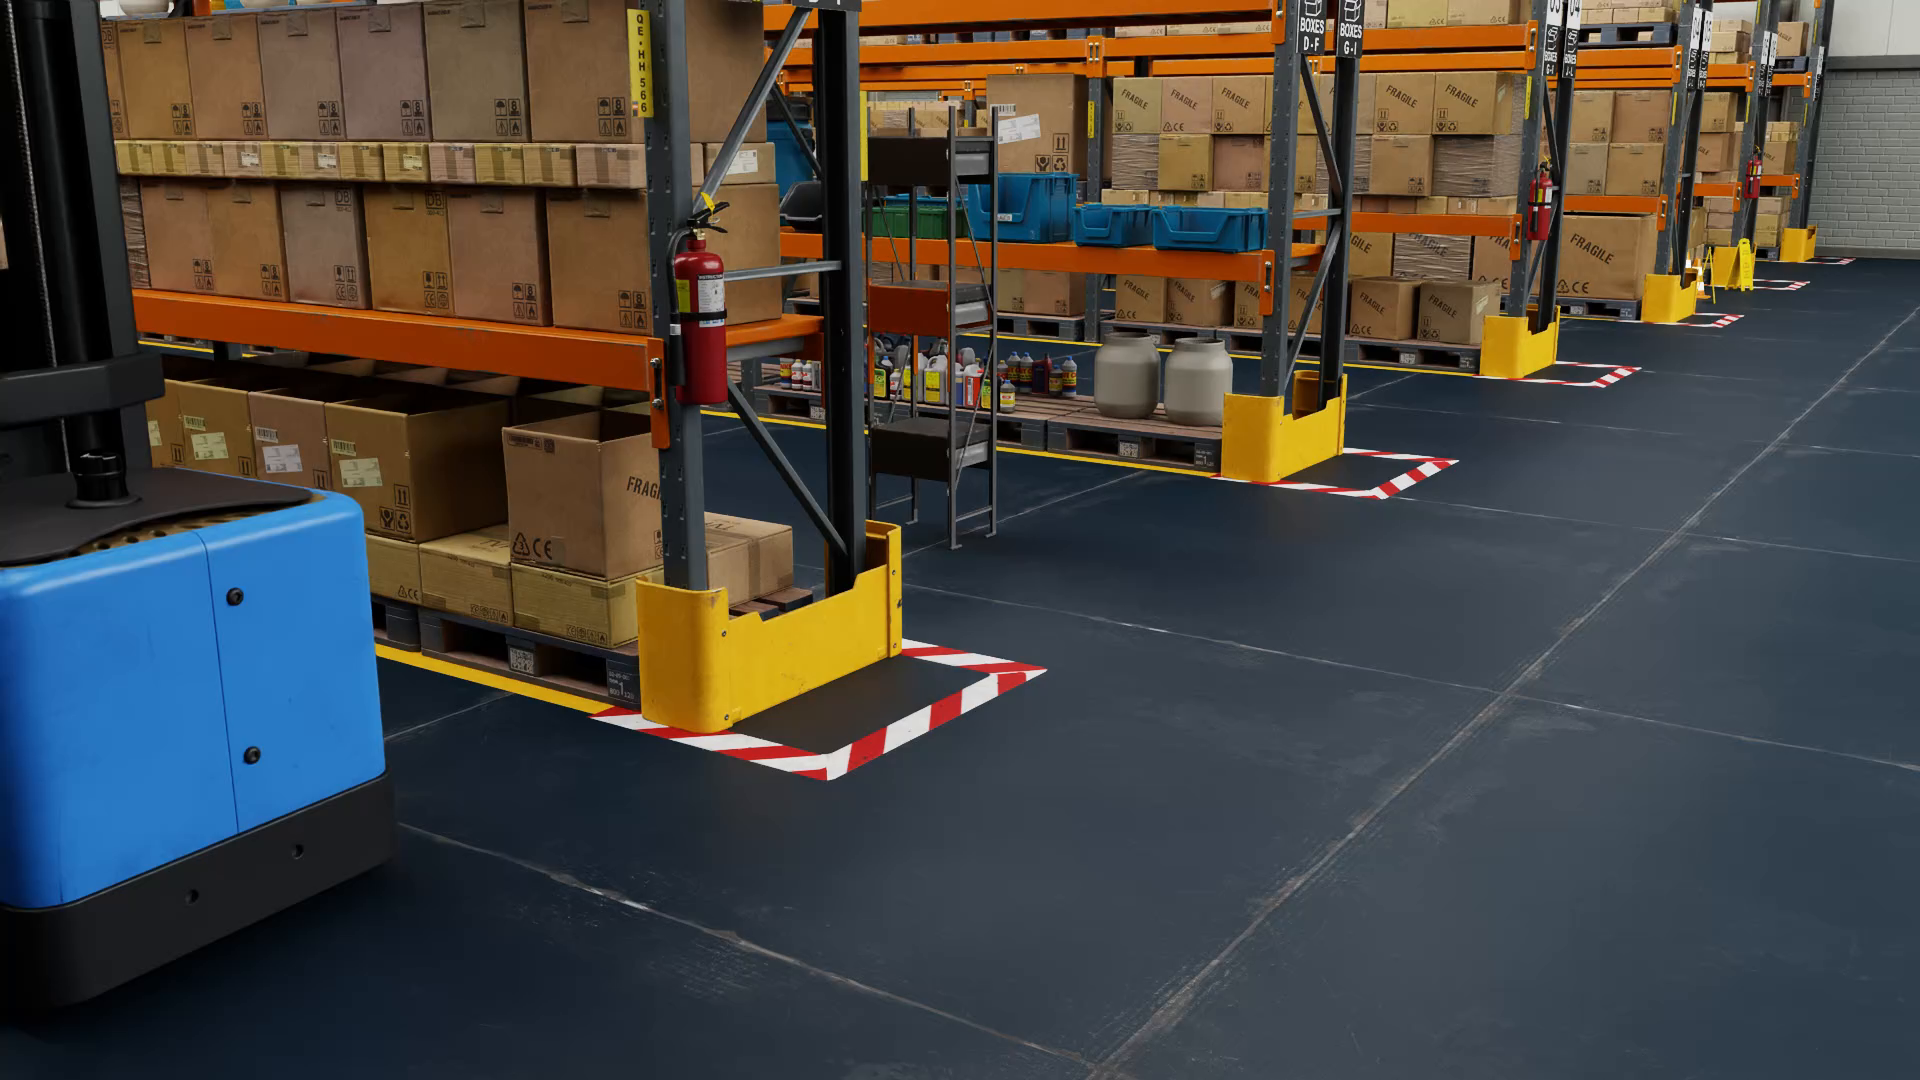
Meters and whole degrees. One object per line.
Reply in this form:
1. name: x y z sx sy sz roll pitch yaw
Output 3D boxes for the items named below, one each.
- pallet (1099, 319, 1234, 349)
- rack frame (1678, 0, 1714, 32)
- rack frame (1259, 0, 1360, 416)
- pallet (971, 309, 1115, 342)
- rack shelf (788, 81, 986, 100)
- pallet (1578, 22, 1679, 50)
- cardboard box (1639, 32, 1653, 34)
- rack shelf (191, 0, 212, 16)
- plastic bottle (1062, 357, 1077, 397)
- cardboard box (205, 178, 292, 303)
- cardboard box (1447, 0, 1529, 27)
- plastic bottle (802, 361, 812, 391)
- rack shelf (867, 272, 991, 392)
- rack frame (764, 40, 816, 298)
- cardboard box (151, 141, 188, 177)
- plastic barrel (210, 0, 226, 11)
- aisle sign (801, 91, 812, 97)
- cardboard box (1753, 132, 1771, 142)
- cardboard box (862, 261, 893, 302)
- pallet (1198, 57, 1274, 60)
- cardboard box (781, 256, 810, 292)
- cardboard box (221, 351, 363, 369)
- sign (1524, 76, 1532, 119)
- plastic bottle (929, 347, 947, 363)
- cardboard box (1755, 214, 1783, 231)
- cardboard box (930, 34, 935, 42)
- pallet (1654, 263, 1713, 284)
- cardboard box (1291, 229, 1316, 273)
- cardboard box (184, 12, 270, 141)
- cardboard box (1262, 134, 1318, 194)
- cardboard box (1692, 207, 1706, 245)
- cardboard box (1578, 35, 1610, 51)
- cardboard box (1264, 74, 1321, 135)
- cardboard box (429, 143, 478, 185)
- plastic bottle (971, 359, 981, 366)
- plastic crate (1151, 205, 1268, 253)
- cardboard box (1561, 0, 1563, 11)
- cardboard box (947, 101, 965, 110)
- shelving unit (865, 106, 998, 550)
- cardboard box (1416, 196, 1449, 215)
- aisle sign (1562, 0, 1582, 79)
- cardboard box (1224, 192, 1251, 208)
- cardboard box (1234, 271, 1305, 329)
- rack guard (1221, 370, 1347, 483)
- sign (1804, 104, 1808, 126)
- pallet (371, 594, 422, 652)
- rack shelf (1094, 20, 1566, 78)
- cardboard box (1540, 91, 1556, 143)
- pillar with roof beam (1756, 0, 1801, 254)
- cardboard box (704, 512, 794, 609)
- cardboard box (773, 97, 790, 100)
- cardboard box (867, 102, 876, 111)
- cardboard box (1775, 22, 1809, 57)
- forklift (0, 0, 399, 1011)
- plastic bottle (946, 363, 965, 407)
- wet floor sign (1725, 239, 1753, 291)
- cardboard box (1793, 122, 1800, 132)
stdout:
1. pallet: 2.098 -2.007 15.993 1.213 0.211 1.003 9 17 33
2. rack frame: 7.692 -6.795 17.046 0.127 3.000 1.000 9 17 33
3. rack frame: 2.076 -1.920 9.837 0.127 3.000 1.000 9 17 33
4. pallet: 0.874 -2.195 16.749 1.213 0.211 1.003 9 17 33
5. rack shelf: -1.246 -7.868 29.119 4.000 0.370 1.077 9 17 33
6. pallet: 7.071 -5.393 17.810 1.213 0.211 1.003 9 17 33
7. cardboard box: 9.130 -6.742 21.939 0.250 0.149 0.380 9 17 33
8. rack shelf: -2.351 -2.308 6.659 4.000 0.370 1.077 9 17 33
9. plastic bottle: 0.745 -1.114 11.345 0.097 0.271 0.097 0 14 0
10. cardboard box: -2.784 -1.322 7.213 0.500 0.500 0.700 9 17 34
11. cardboard box: 4.298 -4.305 13.540 0.500 0.250 0.500 10 17 34
12. plastic bottle: -1.055 -1.154 11.651 0.097 0.201 0.097 0 14 0
13. rack shelf: -0.137 -1.028 8.164 0.480 0.518 0.431 9 17 33
14. rack frame: -1.798 -3.980 18.160 0.127 3.000 1.000 9 17 33
15. cardboard box: -3.254 -1.655 7.209 0.250 0.149 0.380 9 17 32
16. plastic barrel: -7.011 -5.199 15.573 0.600 0.588 0.600 0 14 0
17. aisle sign: -2.792 -8.363 30.453 0.004 0.787 0.394 9 17 33
18. cardboard box: 12.465 -6.256 25.795 0.250 0.149 0.380 9 17 34
19. cardboard box: -0.764 -2.823 17.771 0.500 0.500 0.700 8 16 28
20. pallet: 3.585 -5.896 20.053 1.217 0.209 0.805 8 16 31
21. cardboard box: -2.359 -3.250 18.756 0.875 0.875 1.225 8 16 30
22. cardboard box: -3.096 -0.614 7.851 0.500 0.500 0.500 9 17 33
23. sign: 4.514 -3.515 13.213 0.005 0.325 0.100 9 17 33
24. plastic bottle: -0.157 -1.230 11.785 0.133 0.283 0.061 9 17 33
25. cardboard box: 12.560 -4.988 26.040 0.500 0.250 0.500 9 16 32
26. cardboard box: -0.432 -5.217 17.226 0.500 0.250 0.500 10 17 34
27. pallet: 9.653 -3.656 22.653 1.213 0.211 1.003 9 17 33
28. cardboard box: 3.808 -3.596 20.417 0.750 0.750 1.050 9 17 33
29. cardboard box: -2.804 -1.954 7.068 0.500 0.500 0.700 9 17 33
30. cardboard box: 3.118 -3.368 14.859 0.500 0.500 0.875 9 17 33
31. cardboard box: 9.836 -4.283 22.670 0.500 0.500 0.500 9 16 31
32. cardboard box: 8.526 -6.630 22.313 0.500 0.250 0.500 9 17 33
33. cardboard box: 3.004 -3.812 14.574 0.500 0.500 0.500 9 17 33
34. cardboard box: -1.753 -1.413 6.230 0.250 0.149 0.380 9 17 34
35. plastic bottle: 0.125 -1.181 11.758 0.097 0.201 0.097 0 14 0
36. plastic crate: 1.494 -1.855 9.885 0.616 0.251 0.499 9 17 33
37. cardboard box: 6.299 -5.808 17.910 0.500 0.250 0.500 9 17 32
38. cardboard box: -0.020 -7.319 28.010 0.250 0.149 0.380 9 16 32
39. shelving unit: -0.137 -1.041 8.161 0.503 2.100 0.431 9 17 33
40. cardboard box: 4.045 -2.840 14.074 0.250 0.149 0.380 9 17 33
41. aisle sign: 5.059 -4.221 13.722 0.004 0.787 0.394 9 17 33
42. cardboard box: 2.582 -3.070 15.007 0.250 0.149 0.380 9 17 33
43. cardboard box: 2.869 -2.230 15.417 0.500 0.500 0.500 8 16 28
44. rack guard: 1.987 -0.707 10.140 0.348 0.500 1.175 9 17 33
45. sign: 12.824 -6.444 25.211 0.005 0.325 0.100 9 17 33
46. pallet: -2.358 0.163 7.226 1.213 0.211 1.003 9 17 33
47. rack shelf: 3.181 -4.283 14.636 4.000 0.370 1.077 9 17 33
48. cardboard box: 6.509 -4.695 18.487 0.550 0.550 0.875 9 17 33
49. pillar with roof beam: 10.661 -8.200 22.723 0.400 9.000 9.100 9 17 33
50. cardboard box: -1.013 0.082 6.599 0.500 0.250 0.500 9 17 33
51. cardboard box: -2.806 -6.180 24.136 0.500 0.500 0.500 9 16 31
52. cardboard box: -1.502 -7.559 28.977 0.250 0.149 0.380 9 16 31
53. cardboard box: 12.635 -7.641 25.417 0.500 0.500 0.500 10 17 35
54. forklift: -3.072 -0.578 4.559 3.031 2.935 1.130 8 16 29
55. plastic bottle: -0.002 -1.028 10.987 0.135 0.276 0.152 9 16 31
56. wet floor sign: 9.931 -3.502 21.126 0.267 0.644 0.232 -10 17 -35
57. cardboard box: 12.979 -6.469 26.037 0.250 0.149 0.380 9 16 32
